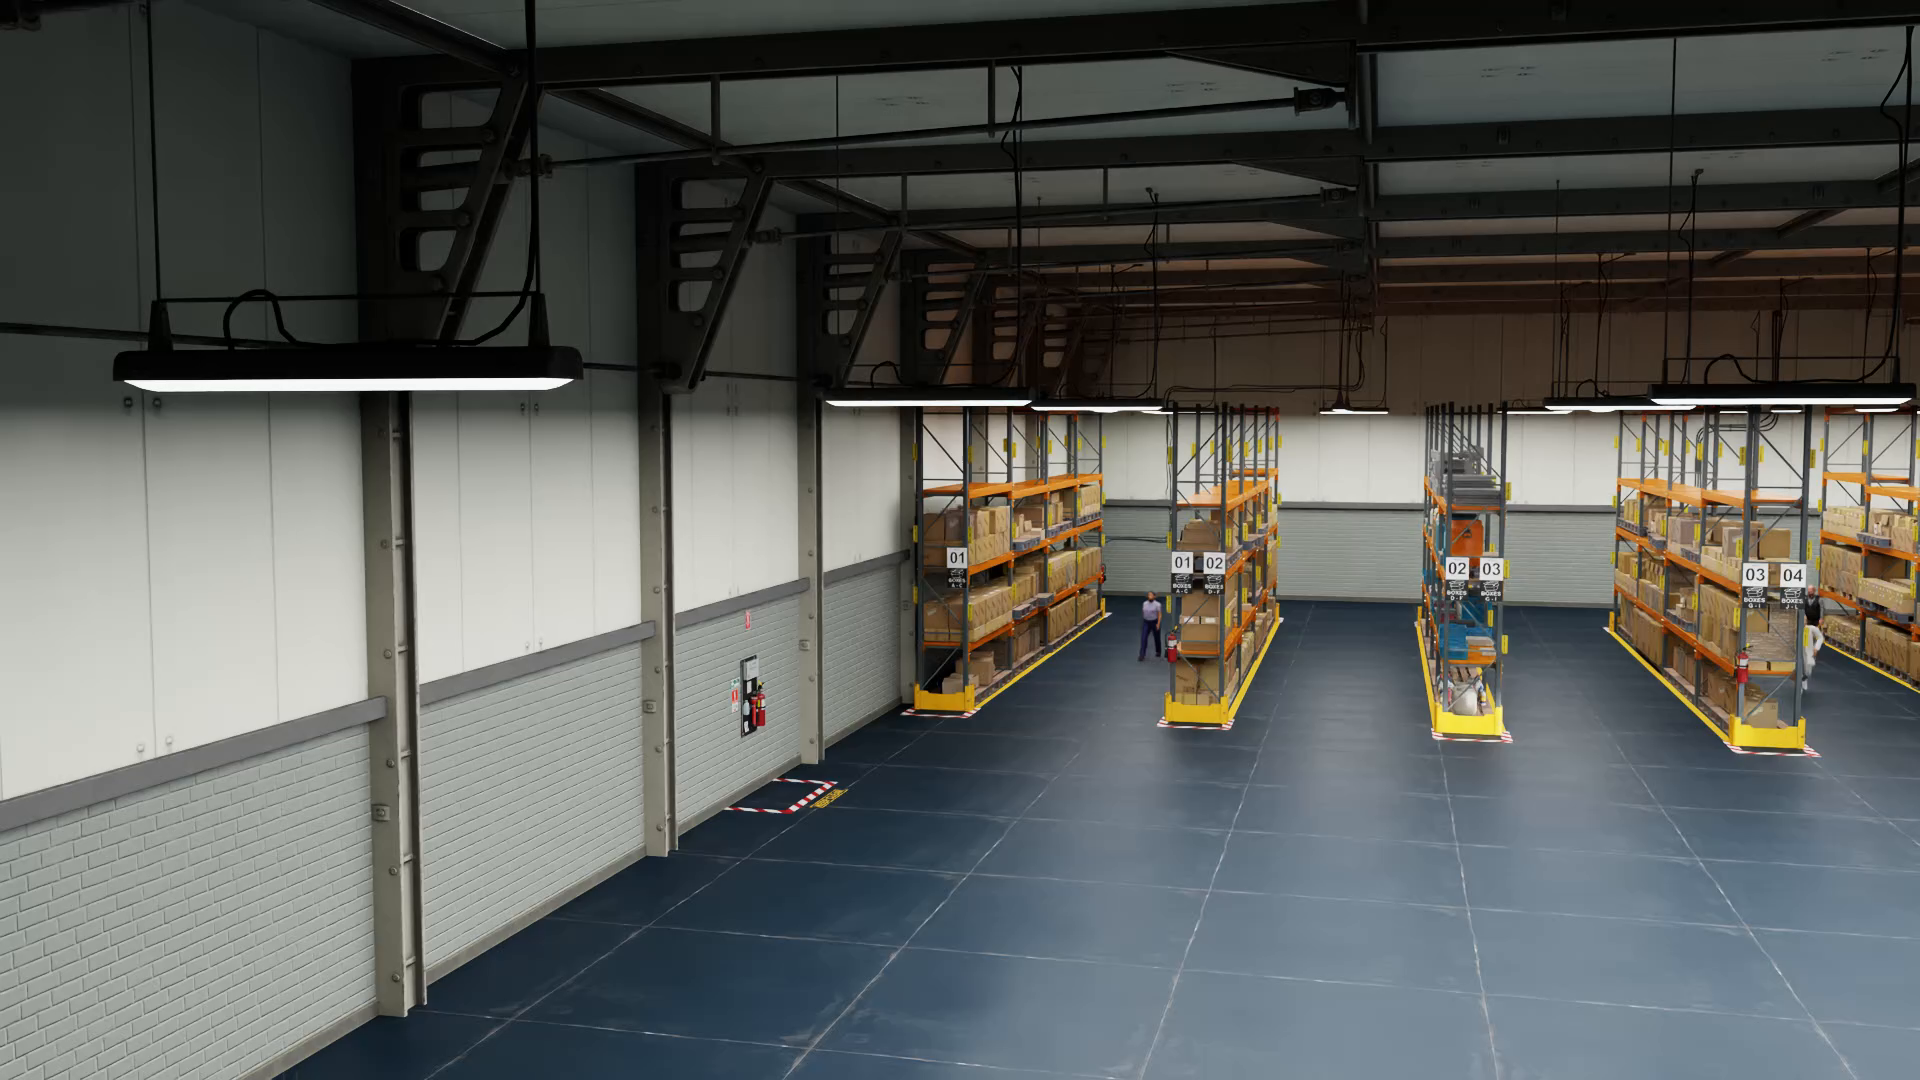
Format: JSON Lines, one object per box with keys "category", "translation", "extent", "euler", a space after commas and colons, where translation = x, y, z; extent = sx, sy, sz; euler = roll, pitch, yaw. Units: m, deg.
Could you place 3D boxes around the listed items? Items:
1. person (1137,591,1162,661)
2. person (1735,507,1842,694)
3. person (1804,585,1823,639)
{"category": "person", "translation": [4.516, 2.004, 39.260], "extent": [0.516, 1.603, 0.985], "euler": [2, 5, 24]}
{"category": "person", "translation": [21.298, 1.137, 41.220], "extent": [3.001, 3.101, 16.370], "euler": [2, 5, 21]}
{"category": "person", "translation": [20.454, 1.888, 39.986], "extent": [0.517, 1.602, 0.879], "euler": [1, 4, 17]}
